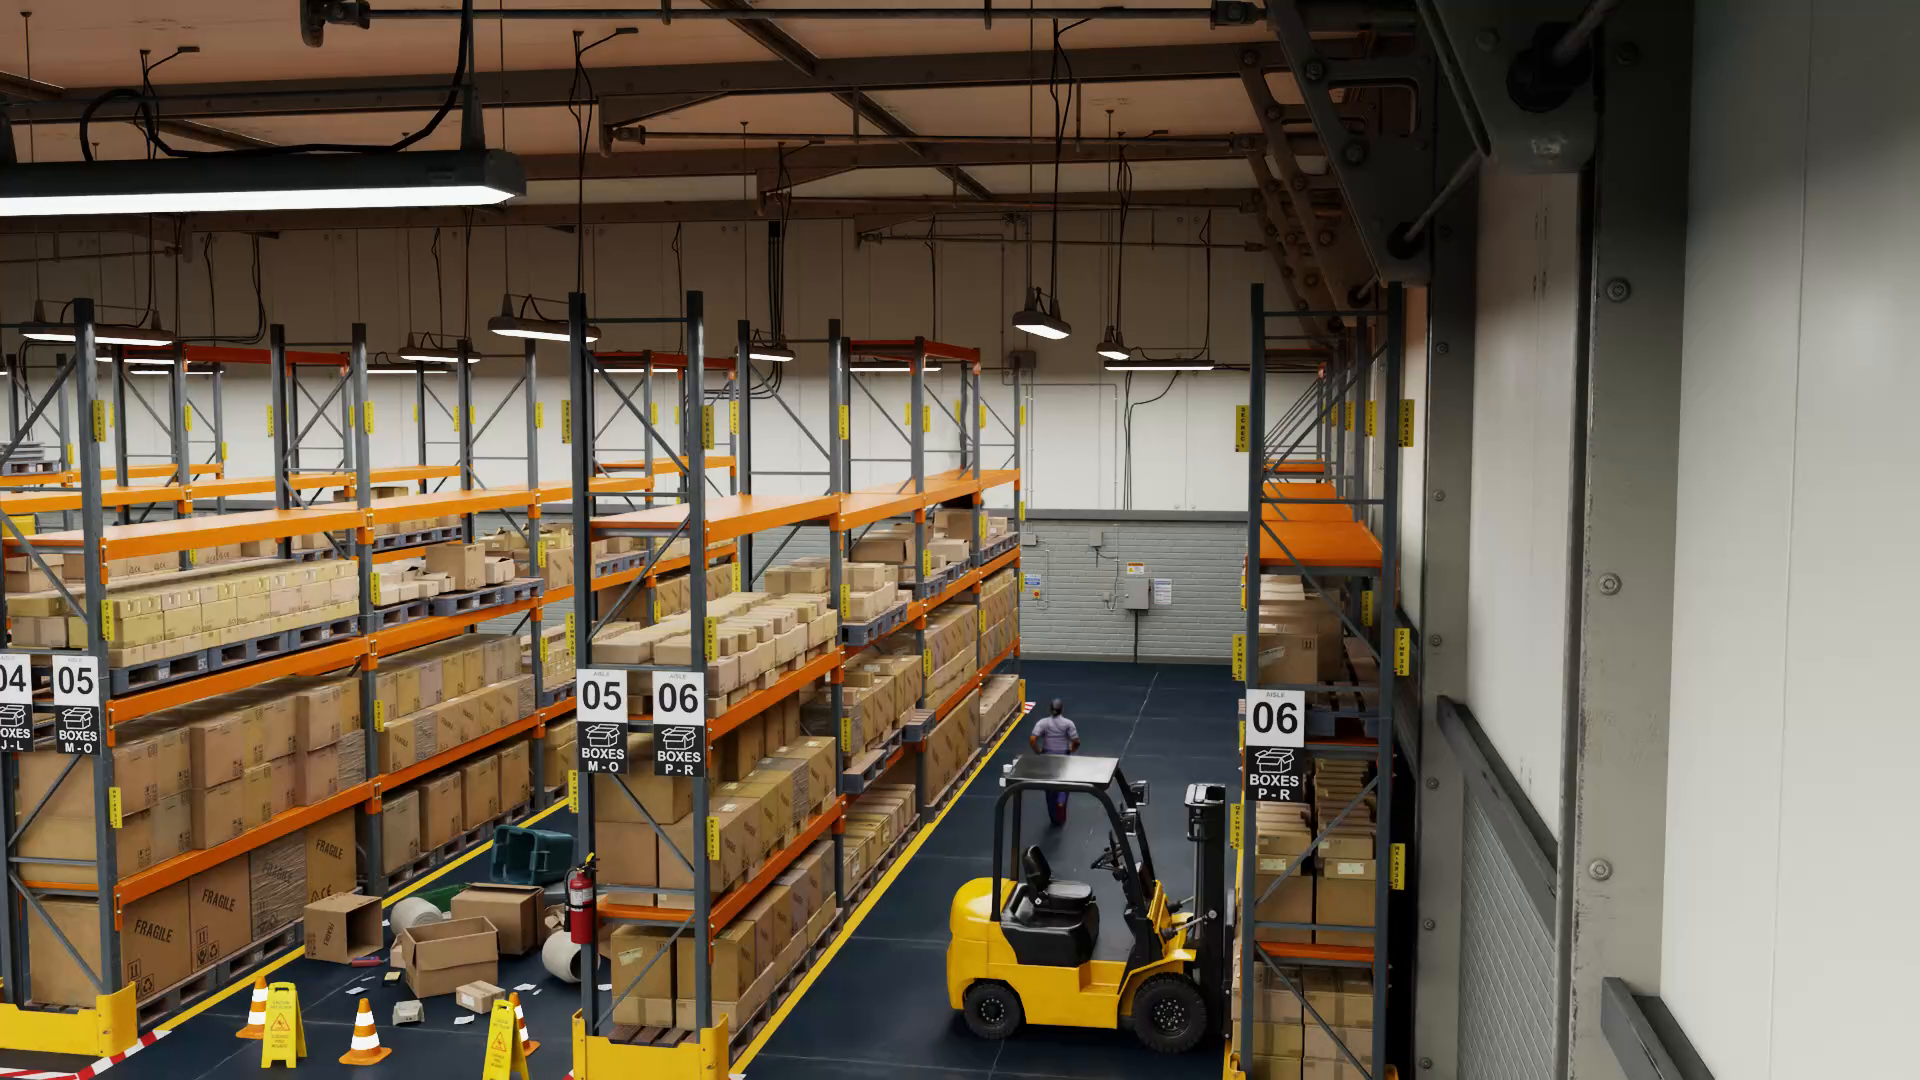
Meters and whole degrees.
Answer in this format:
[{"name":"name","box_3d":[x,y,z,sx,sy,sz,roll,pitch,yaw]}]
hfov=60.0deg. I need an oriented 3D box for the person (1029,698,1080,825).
[{"name":"person","box_3d":[1.160,2.744,20.307,0.613,1.630,0.749,1,5,8]}]
